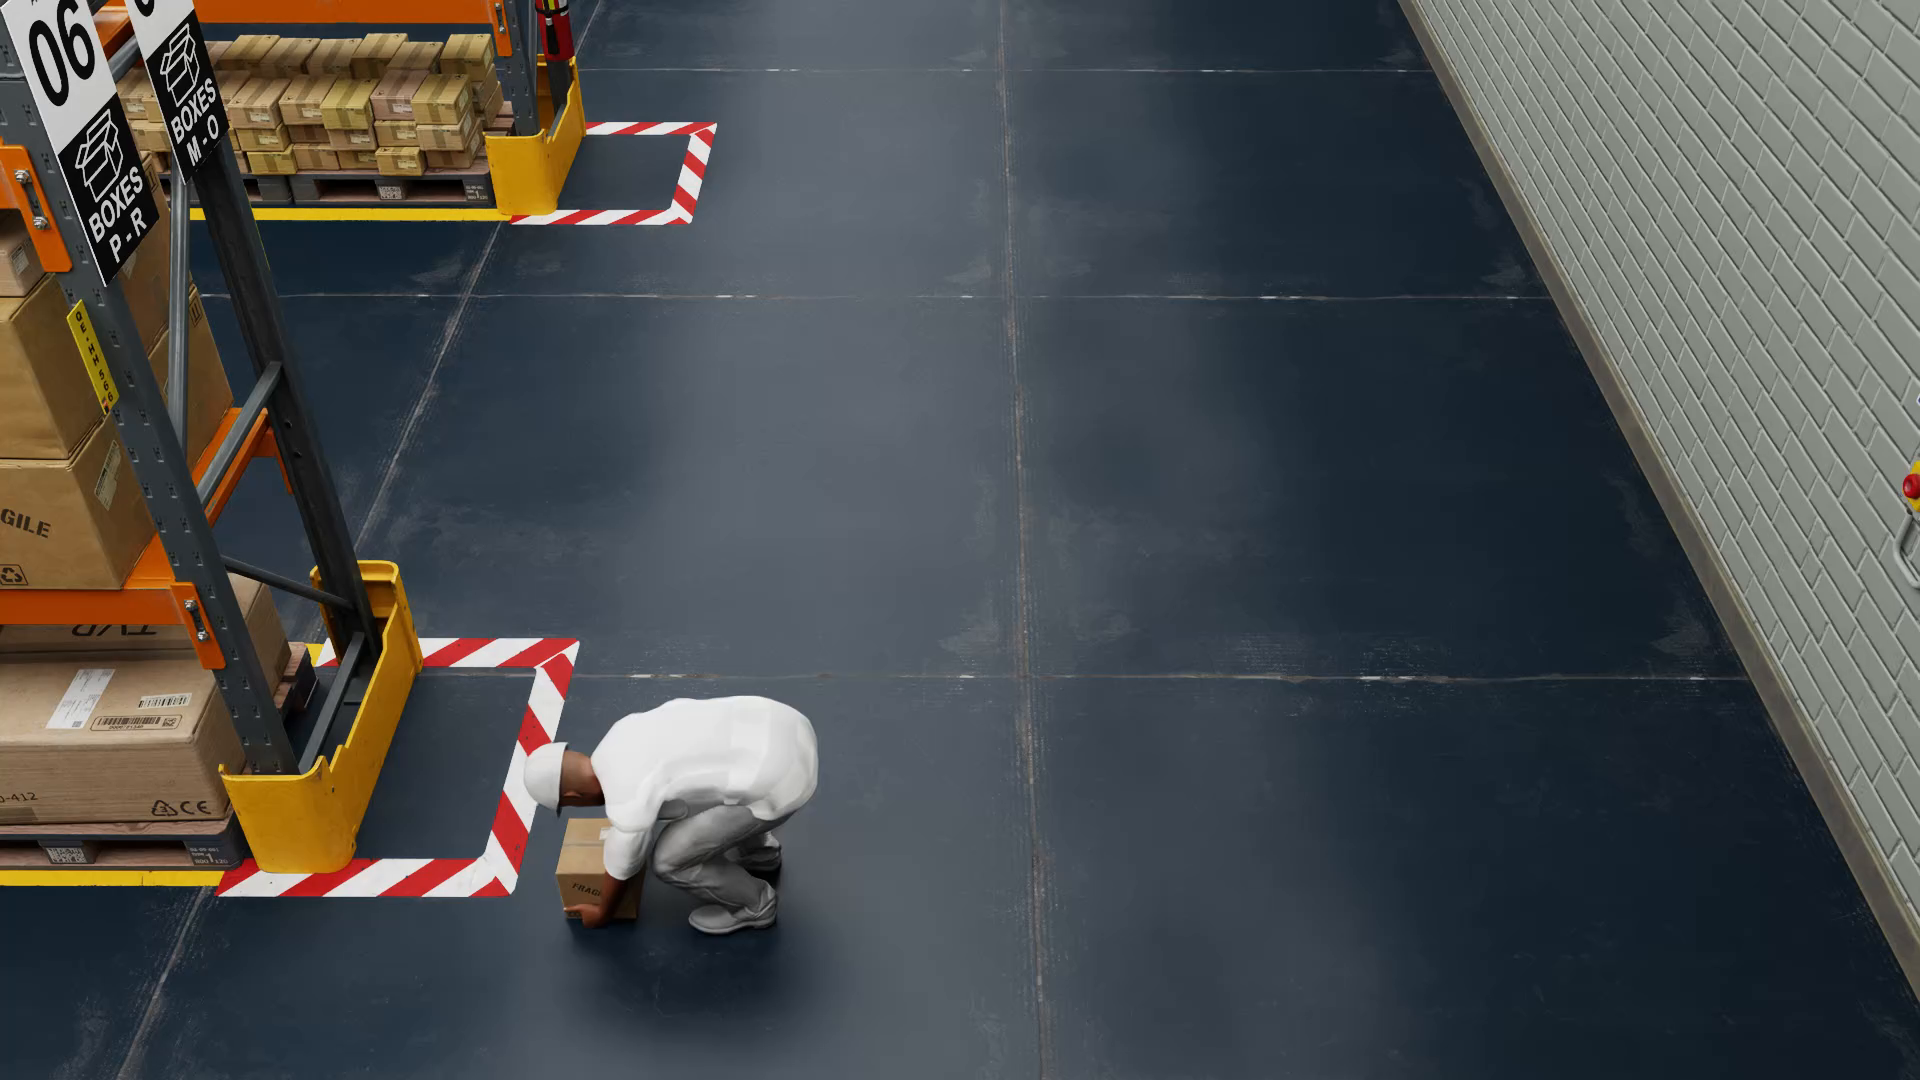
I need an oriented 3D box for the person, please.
[{"bbox_3d":[-0.965,0.947,5.711,0.980,0.874,0.515,-1,39,-2],"label":"person"}]
